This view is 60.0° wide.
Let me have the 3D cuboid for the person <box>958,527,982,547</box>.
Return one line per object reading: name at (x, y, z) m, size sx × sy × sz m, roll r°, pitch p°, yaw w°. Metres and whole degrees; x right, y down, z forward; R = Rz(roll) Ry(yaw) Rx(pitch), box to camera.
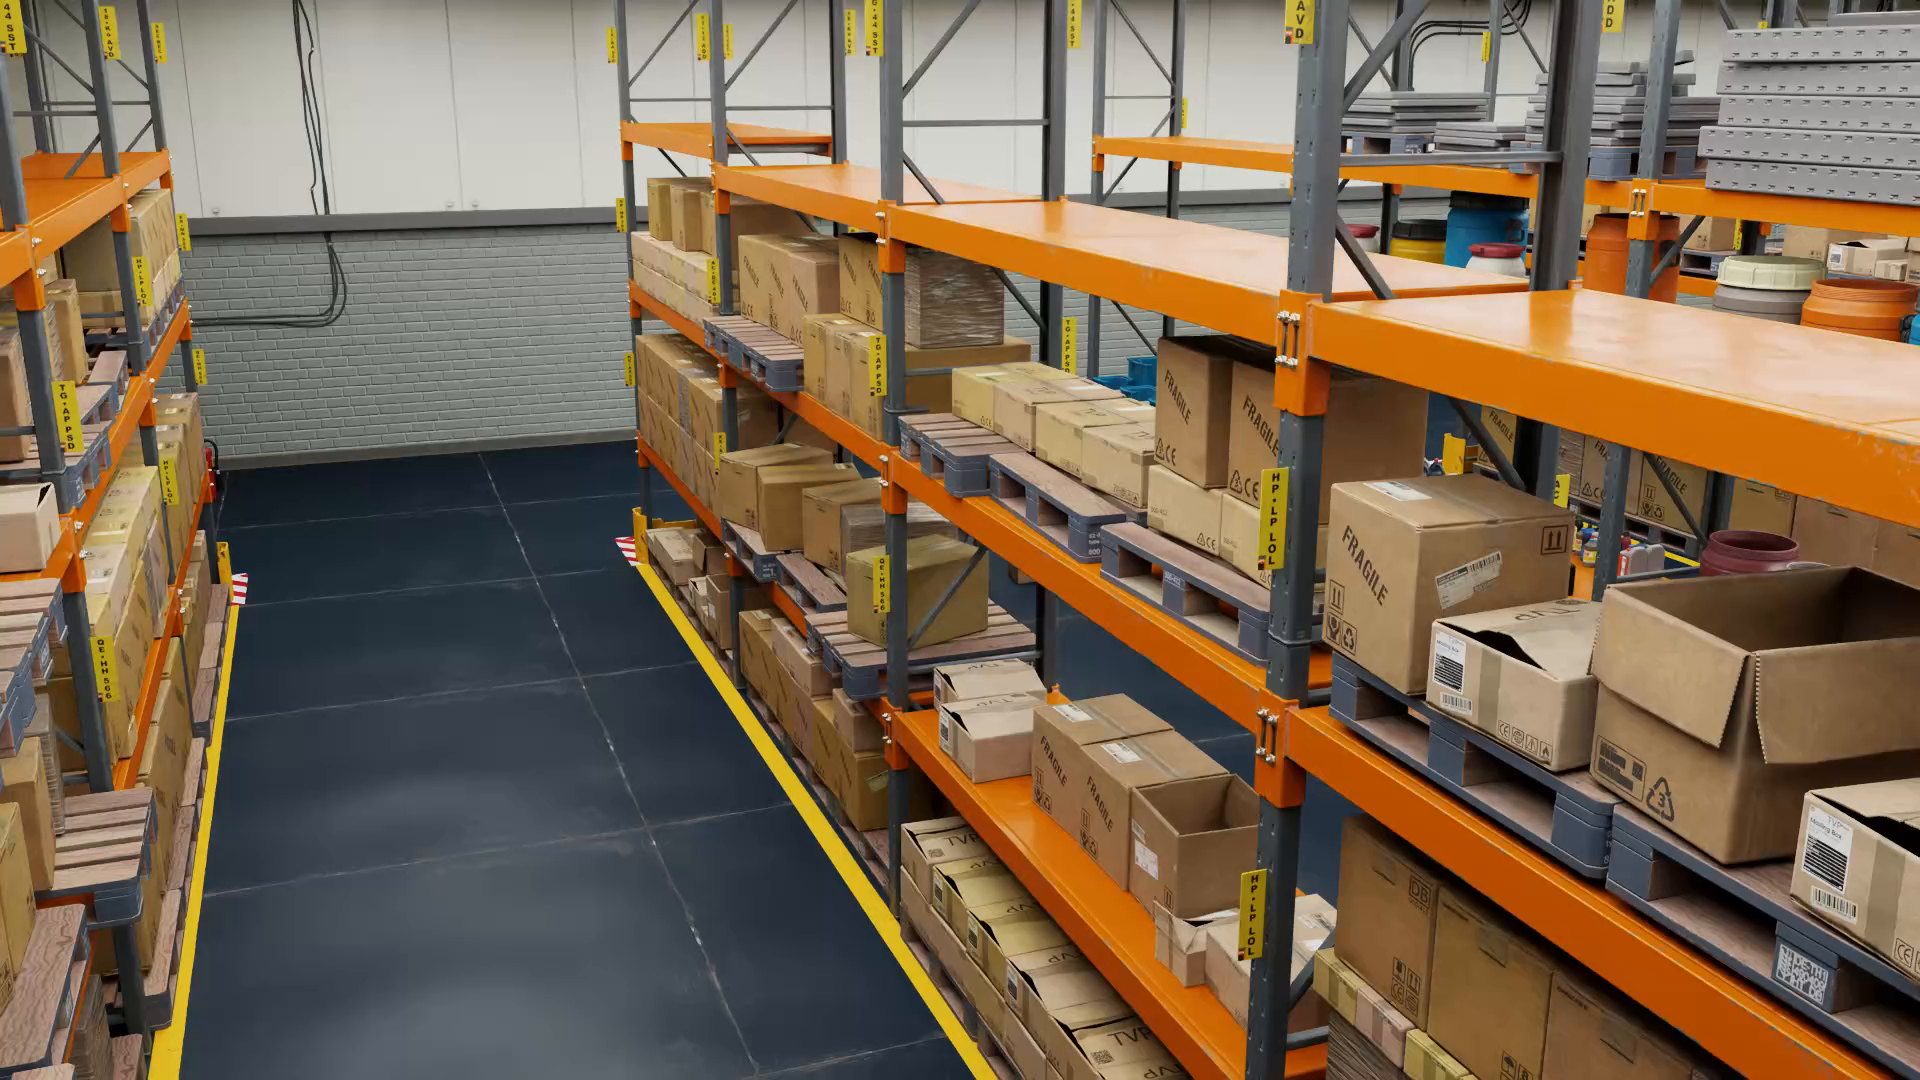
person at (0.115, -0.350, 15.735) m, size 0.454 × 1.648 × 0.482 m, roll 7°, pitch 17°, yaw 23°
